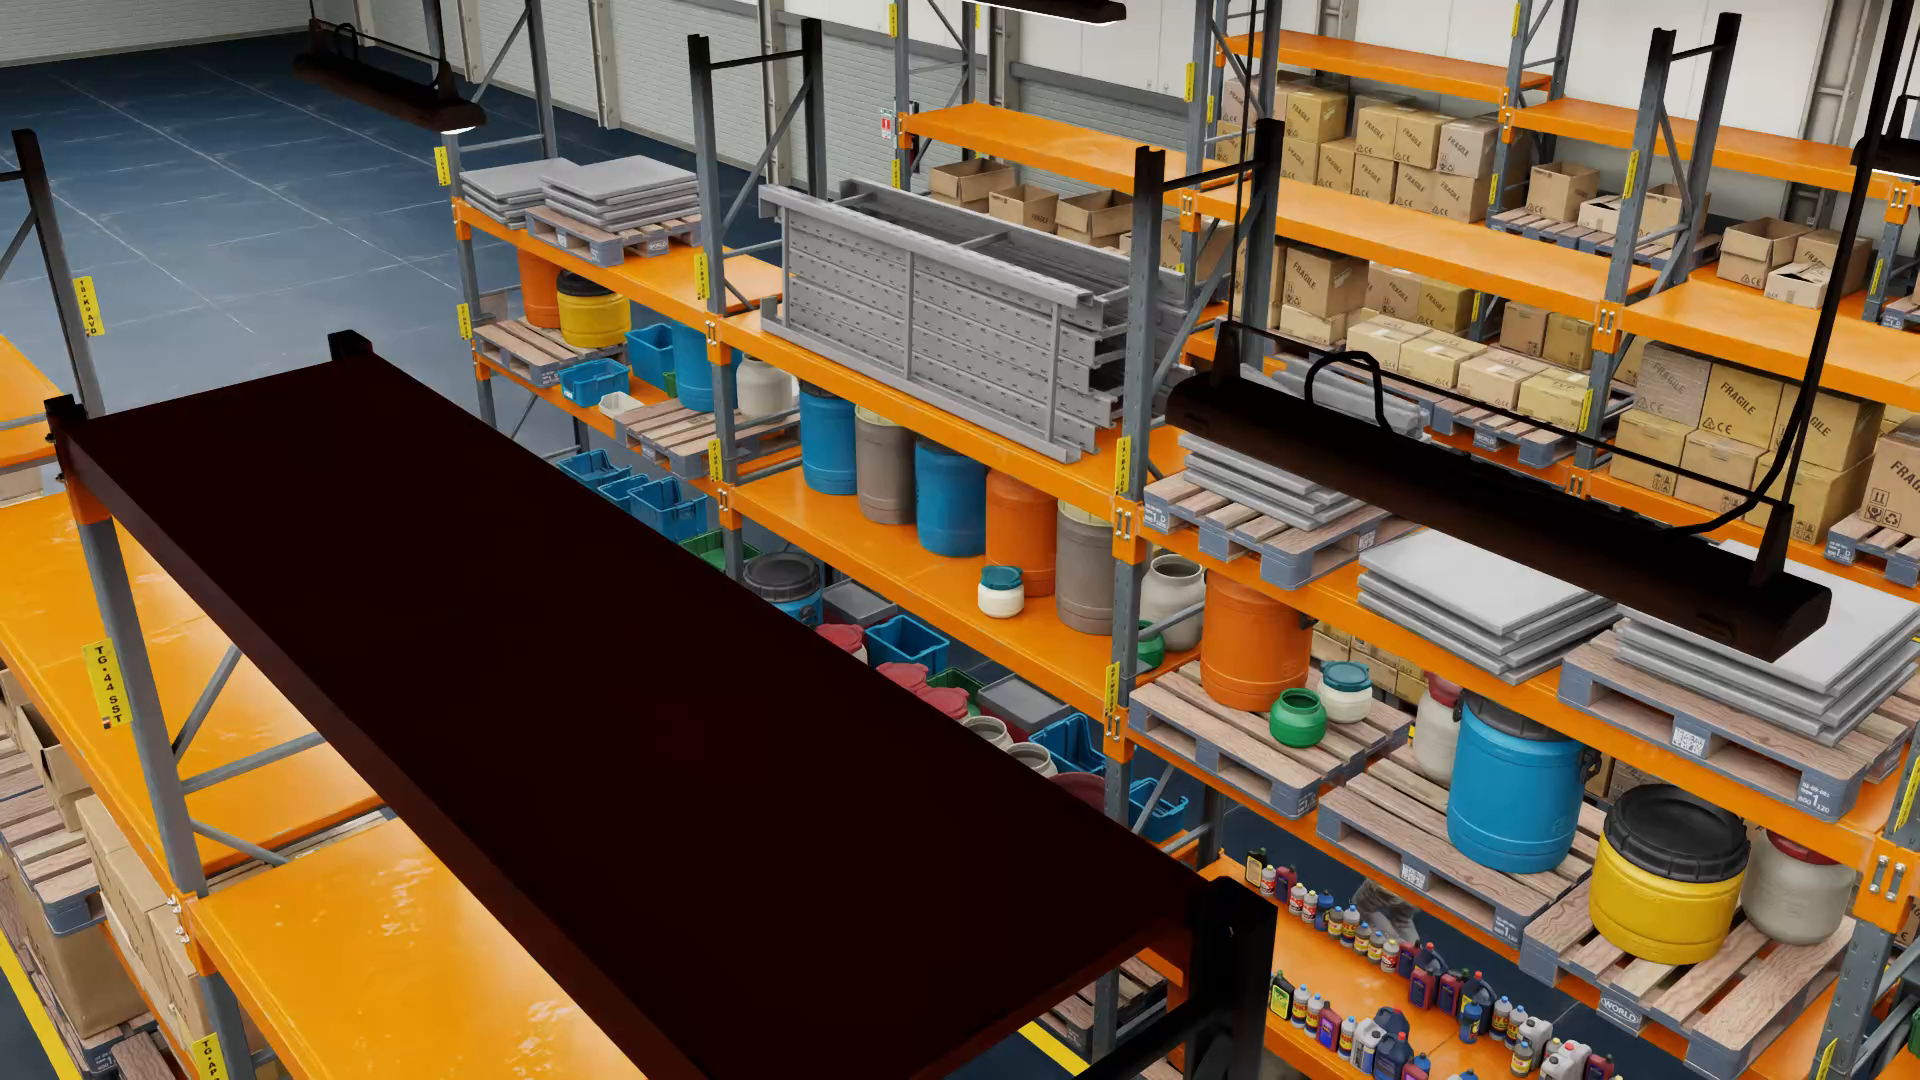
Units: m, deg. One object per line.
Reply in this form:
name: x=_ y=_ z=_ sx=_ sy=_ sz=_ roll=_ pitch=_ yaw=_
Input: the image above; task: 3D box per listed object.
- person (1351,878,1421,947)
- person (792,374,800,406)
person: x=2.975 y=2.275 z=11.250 sx=0.693 sy=1.686 sz=0.646 roll=-16 pitch=31 yaw=-28
person: x=-2.008 y=-1.606 z=18.938 sx=0.588 sy=1.653 sz=0.549 roll=21 pitch=34 yaw=36
